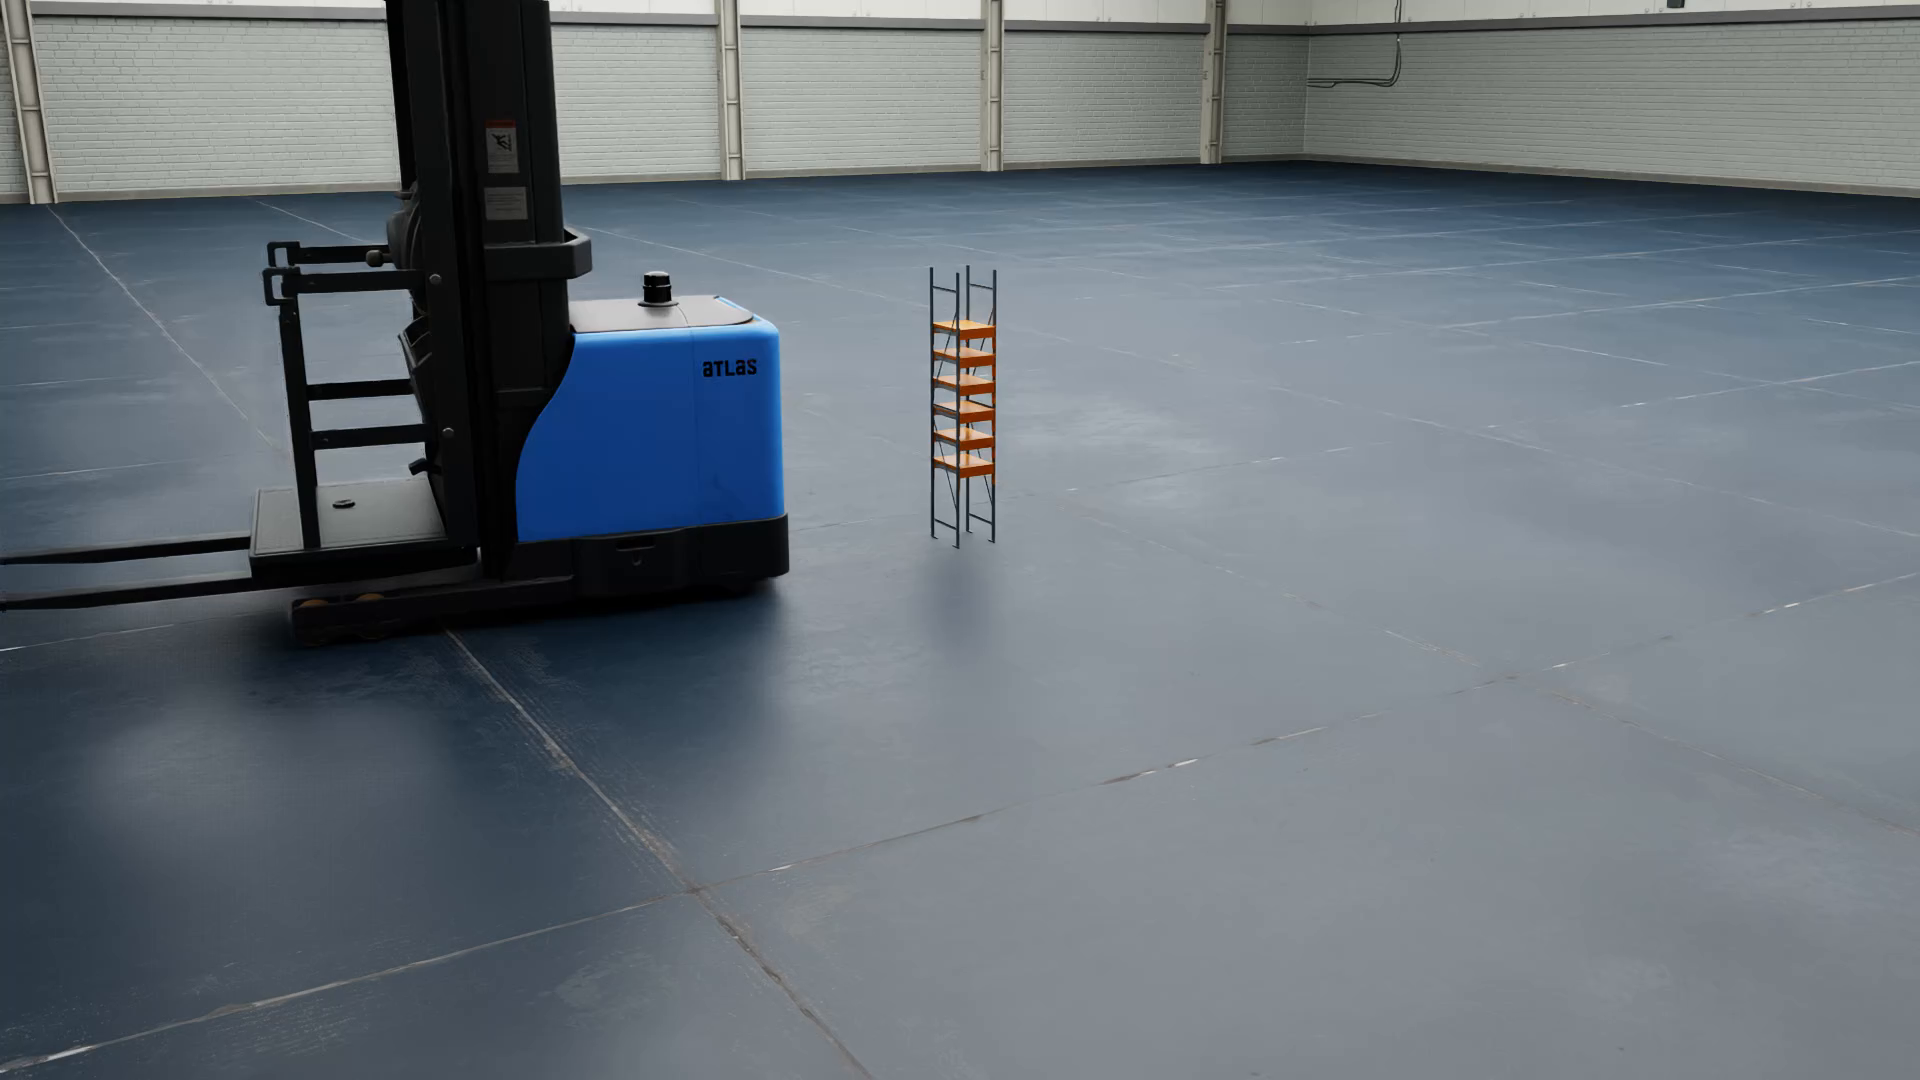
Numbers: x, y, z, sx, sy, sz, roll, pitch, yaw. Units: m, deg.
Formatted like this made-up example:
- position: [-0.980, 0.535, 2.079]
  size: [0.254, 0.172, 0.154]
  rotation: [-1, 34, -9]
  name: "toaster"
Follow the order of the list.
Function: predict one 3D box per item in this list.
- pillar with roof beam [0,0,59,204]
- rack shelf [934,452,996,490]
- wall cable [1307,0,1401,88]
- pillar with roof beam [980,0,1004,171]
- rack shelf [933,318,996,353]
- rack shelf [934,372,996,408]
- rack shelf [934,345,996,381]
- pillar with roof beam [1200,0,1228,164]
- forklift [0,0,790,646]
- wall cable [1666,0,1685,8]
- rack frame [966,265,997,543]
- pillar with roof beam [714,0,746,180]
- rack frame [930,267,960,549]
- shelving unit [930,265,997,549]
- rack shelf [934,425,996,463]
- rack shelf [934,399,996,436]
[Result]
- position: [-12.531, -8.764, 22.002]
  size: [0.400, 9.000, 9.100]
  rotation: [-9, 18, -30]
  name: "pillar with roof beam"
- position: [0.012, -0.306, 7.332]
  size: [0.180, 0.103, 0.258]
  rotation: [-9, 18, -30]
  name: "rack shelf"
- position: [9.031, -11.705, 38.245]
  size: [0.112, 2.526, 3.097]
  rotation: [-9, 18, -30]
  name: "wall cable"
- position: [2.899, -11.266, 30.928]
  size: [0.400, 9.000, 9.100]
  rotation: [-9, 18, -30]
  name: "pillar with roof beam"
- position: [0.012, -0.884, 7.170]
  size: [0.180, 0.103, 0.258]
  rotation: [-9, 18, -30]
  name: "rack shelf"
- position: [0.012, -0.653, 7.235]
  size: [0.180, 0.103, 0.258]
  rotation: [-9, 18, -30]
  name: "rack shelf"
- position: [0.012, -0.768, 7.202]
  size: [0.180, 0.103, 0.258]
  rotation: [-9, 18, -30]
  name: "rack shelf"
- position: [8.042, -12.100, 33.904]
  size: [0.400, 9.000, 9.100]
  rotation: [-9, 18, -30]
  name: "pillar with roof beam"
- position: [-2.259, -1.188, 6.217]
  size: [3.031, 2.935, 1.130]
  rotation: [-6, 17, -20]
  name: "forklift"
- position: [13.907, -12.639, 29.524]
  size: [0.169, 6.003, 2.305]
  rotation: [-9, 18, -30]
  name: "wall cable"
- position: [0.091, -0.592, 7.300]
  size: [0.006, 1.200, 0.240]
  rotation: [-9, 18, -30]
  name: "rack frame"
- position: [-2.244, -10.432, 27.953]
  size: [0.400, 9.000, 9.100]
  rotation: [-9, 18, -30]
  name: "pillar with roof beam"
- position: [-0.066, -0.567, 7.210]
  size: [0.006, 1.200, 0.240]
  rotation: [-9, 18, -30]
  name: "rack frame"
- position: [0.012, -0.580, 7.255]
  size: [0.189, 1.200, 0.258]
  rotation: [-9, 18, -30]
  name: "shelving unit"
- position: [0.012, -0.421, 7.299]
  size: [0.180, 0.103, 0.258]
  rotation: [-9, 18, -30]
  name: "rack shelf"
- position: [0.012, -0.537, 7.267]
  size: [0.180, 0.103, 0.258]
  rotation: [-9, 18, -30]
  name: "rack shelf"
